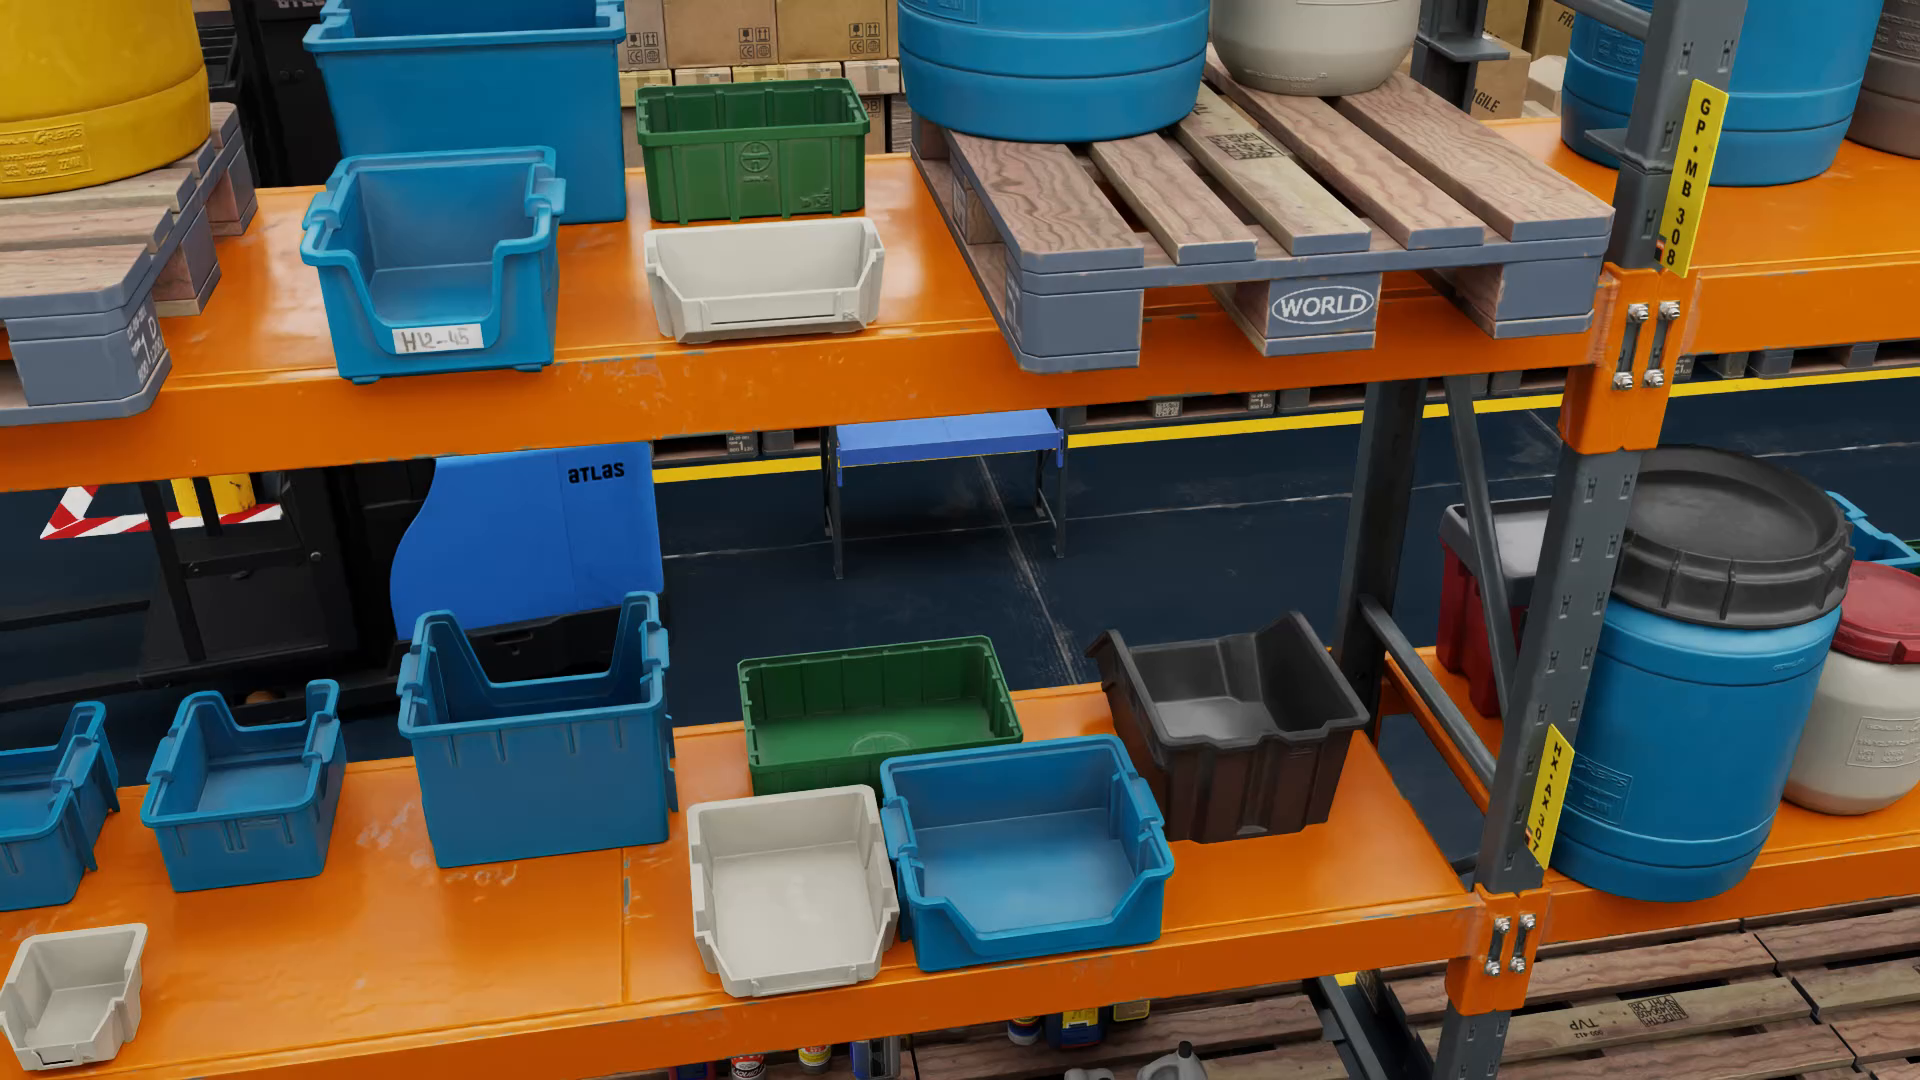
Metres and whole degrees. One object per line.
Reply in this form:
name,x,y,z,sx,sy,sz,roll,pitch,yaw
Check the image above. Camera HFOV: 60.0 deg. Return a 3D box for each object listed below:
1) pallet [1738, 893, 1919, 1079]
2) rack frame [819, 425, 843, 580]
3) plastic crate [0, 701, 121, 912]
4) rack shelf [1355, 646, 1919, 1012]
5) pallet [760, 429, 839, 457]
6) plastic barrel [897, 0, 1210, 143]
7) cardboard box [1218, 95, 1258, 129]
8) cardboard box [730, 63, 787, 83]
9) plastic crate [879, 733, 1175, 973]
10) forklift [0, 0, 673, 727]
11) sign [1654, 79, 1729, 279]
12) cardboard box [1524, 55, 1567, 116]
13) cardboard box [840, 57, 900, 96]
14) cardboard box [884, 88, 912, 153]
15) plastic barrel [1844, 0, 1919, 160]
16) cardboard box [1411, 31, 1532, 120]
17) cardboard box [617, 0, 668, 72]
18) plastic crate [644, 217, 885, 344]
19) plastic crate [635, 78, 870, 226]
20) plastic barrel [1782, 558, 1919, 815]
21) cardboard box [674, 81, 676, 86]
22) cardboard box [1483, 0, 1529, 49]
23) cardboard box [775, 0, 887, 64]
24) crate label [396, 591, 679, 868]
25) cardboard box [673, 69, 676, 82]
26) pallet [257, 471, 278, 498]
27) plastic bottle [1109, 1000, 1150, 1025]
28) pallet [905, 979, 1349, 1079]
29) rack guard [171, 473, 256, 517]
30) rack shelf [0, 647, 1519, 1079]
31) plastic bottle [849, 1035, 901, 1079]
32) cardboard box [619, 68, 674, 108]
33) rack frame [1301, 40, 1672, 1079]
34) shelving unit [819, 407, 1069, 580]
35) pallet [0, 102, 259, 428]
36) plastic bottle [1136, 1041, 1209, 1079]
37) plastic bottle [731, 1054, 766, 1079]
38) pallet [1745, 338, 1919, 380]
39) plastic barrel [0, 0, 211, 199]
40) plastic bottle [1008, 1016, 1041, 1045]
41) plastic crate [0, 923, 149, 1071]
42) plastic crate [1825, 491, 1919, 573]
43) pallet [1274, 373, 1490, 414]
pallet,3.145,1.396,5.168,1.213,0.211,1.003,-5,31,-9
rack frame,-0.584,-0.592,7.278,0.032,1.500,0.500,-5,31,-9
plastic crate,-2.319,0.633,3.862,0.616,0.251,0.499,-5,31,-9
rack shelf,3.144,0.526,4.606,4.000,0.370,1.077,-5,31,-9
pallet,-0.502,-0.818,8.933,1.213,0.211,1.003,-5,31,-9
plastic barrel,0.178,-1.255,3.056,0.708,0.901,0.600,-5,31,-9
cardboard box,1.565,-2.225,8.476,0.500,0.500,0.500,-3,31,-5
cardboard box,-0.942,-2.171,7.744,0.250,0.149,0.380,-5,31,-9
plastic crate,0.137,0.699,3.749,0.616,0.251,0.499,-5,31,-9
forklift,-2.771,-0.779,6.184,3.031,2.935,1.130,-9,32,-15
sign,1.265,-0.623,2.883,0.005,0.325,0.100,-5,31,-9
cardboard box,3.308,-2.414,8.983,0.500,0.311,0.500,-6,31,-10
cardboard box,-0.441,-2.216,7.821,0.250,0.149,0.380,-6,31,-10
cardboard box,-0.147,-2.071,8.215,0.500,0.500,0.700,-6,31,-10
plastic barrel,2.281,-1.325,3.591,0.600,0.901,0.600,0,30,0
cardboard box,2.575,-2.319,8.636,0.500,0.500,0.500,-7,31,-12
cardboard box,-1.628,-2.493,7.652,0.500,0.500,0.700,-5,31,-9
plastic crate,-0.329,-0.433,2.828,0.396,0.136,0.243,-5,31,-9
plastic crate,-0.424,-0.795,3.393,0.450,0.188,0.336,-5,31,-9
plastic barrel,2.157,0.362,4.042,0.433,0.535,0.433,0,30,0
cardboard box,-1.159,-1.976,8.053,0.500,0.500,0.700,-5,31,-8
cardboard box,4.074,-4.163,13.576,0.750,0.750,0.750,-6,31,-10
cardboard box,-0.644,-2.584,7.806,0.500,0.500,0.700,-5,31,-9
crate label,-0.996,0.445,3.999,0.616,0.435,0.502,-5,31,-9
cardboard box,-1.278,-2.347,8.043,0.250,0.149,0.380,-6,31,-10
pallet,-2.902,-0.595,8.554,1.213,0.211,1.003,-5,31,-9
plastic bottle,0.491,1.286,4.849,0.133,0.283,0.061,-5,31,-9
pallet,0.509,1.641,4.751,1.213,0.211,1.003,-5,31,-9
rack guard,-3.670,-0.627,8.323,0.348,0.500,1.175,-5,31,-9
rack shelf,-0.791,0.891,3.985,4.000,0.370,1.077,-5,31,-9
plastic bottle,-0.244,1.377,4.702,0.135,0.276,0.152,-5,31,-9
cardboard box,-1.451,-2.122,7.661,0.250,0.149,0.380,-4,31,-7
rack frame,1.177,0.398,4.114,0.127,3.000,1.000,-5,31,-9
shelving unit,-0.084,-0.639,7.357,1.048,1.500,0.538,-5,31,-9
pallet,-1.926,-0.475,2.826,1.213,0.211,1.003,-5,31,-9
plastic bottle,0.569,1.481,4.451,0.185,0.351,0.144,-5,31,-9
plastic bottle,-0.600,1.432,4.682,0.097,0.201,0.097,0,30,0
pallet,4.964,-1.284,9.726,1.213,0.211,1.003,-5,31,-9
plastic barrel,-1.659,-0.959,2.863,0.600,0.588,0.600,0,30,0
plastic bottle,0.187,1.325,4.795,0.097,0.271,0.097,0,30,0
plastic crate,-1.820,0.956,3.426,0.250,0.136,0.298,-5,31,-9
plastic crate,2.206,0.149,4.553,0.575,0.384,0.392,-5,31,-9
pallet,2.208,-1.070,9.361,1.213,0.211,1.003,-5,31,-9
